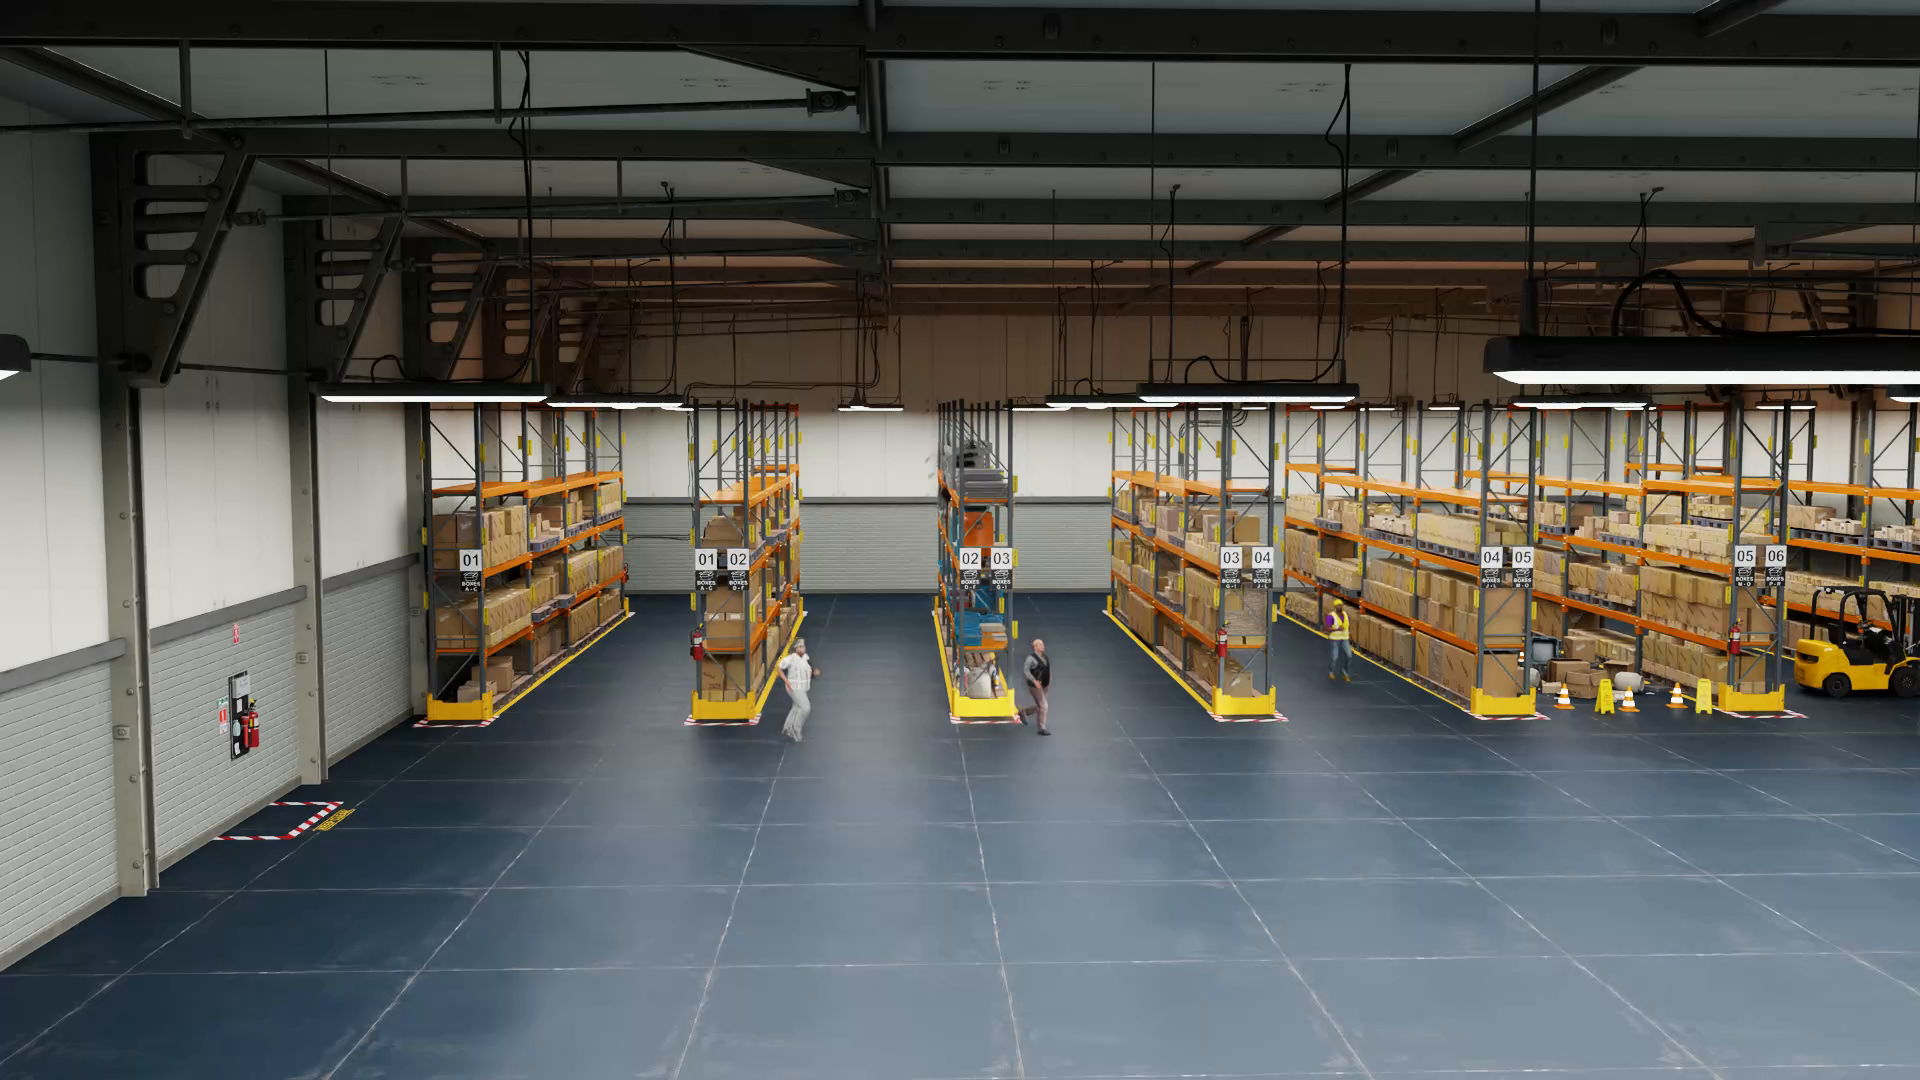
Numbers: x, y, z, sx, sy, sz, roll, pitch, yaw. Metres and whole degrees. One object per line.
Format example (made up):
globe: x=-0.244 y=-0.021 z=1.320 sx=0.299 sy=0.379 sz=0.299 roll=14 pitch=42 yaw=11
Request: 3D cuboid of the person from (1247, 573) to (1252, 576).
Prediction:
person: x=8.581 y=1.209 z=48.170 sx=0.696 sy=1.749 sz=0.720 roll=4 pitch=6 yaw=44

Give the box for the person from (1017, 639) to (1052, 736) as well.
person: x=1.335 y=2.616 z=29.707 sx=0.757 sy=1.712 sz=0.660 roll=3 pitch=5 yaw=36

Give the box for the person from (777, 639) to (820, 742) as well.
person: x=-2.805 y=2.645 z=29.232 sx=0.732 sy=1.836 sz=0.617 roll=2 pitch=5 yaw=28

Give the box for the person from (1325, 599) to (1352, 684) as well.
person: x=8.084 y=2.162 z=35.398 sx=0.684 sy=1.816 sz=0.731 roll=-1 pitch=4 yaw=-12
